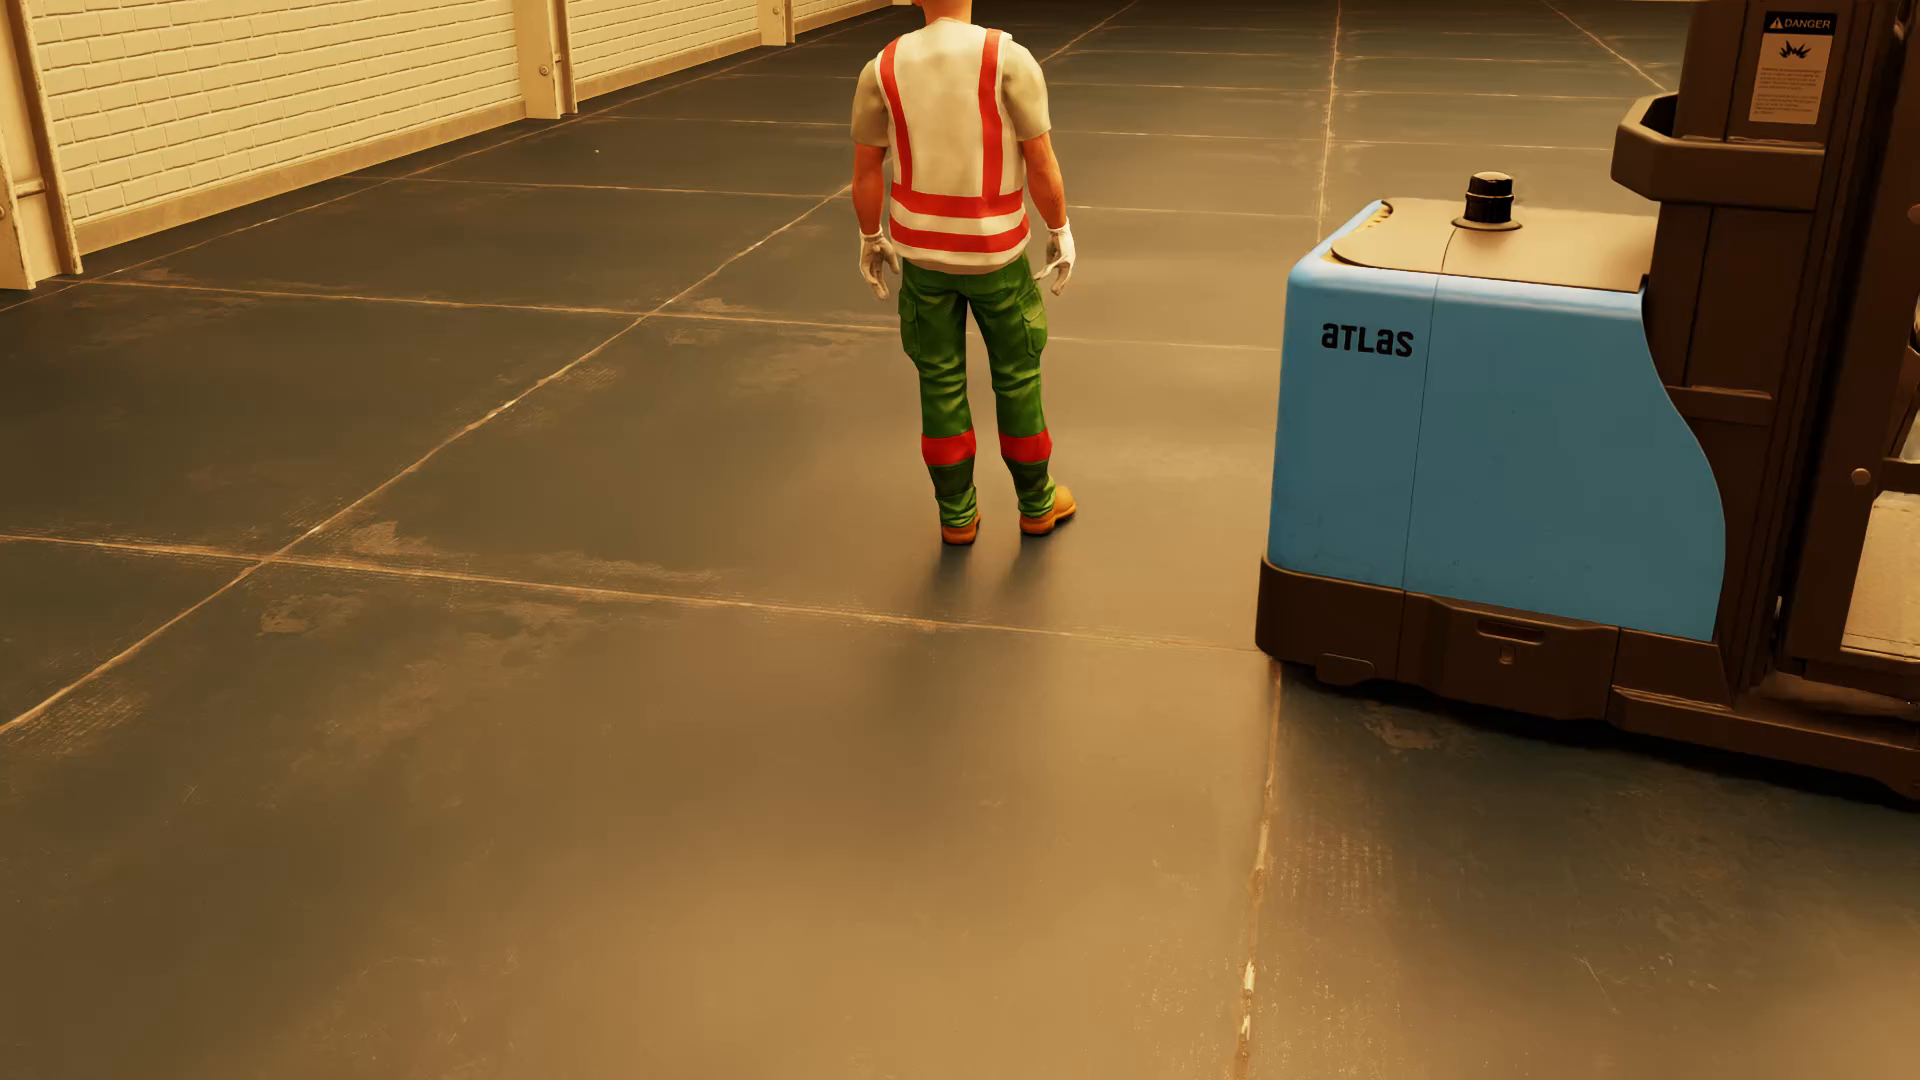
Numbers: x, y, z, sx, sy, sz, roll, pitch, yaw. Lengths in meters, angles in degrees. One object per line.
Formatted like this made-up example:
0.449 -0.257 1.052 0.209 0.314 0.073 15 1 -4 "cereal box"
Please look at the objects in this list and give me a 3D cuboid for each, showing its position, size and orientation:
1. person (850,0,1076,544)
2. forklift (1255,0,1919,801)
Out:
0.028 -0.864 4.879 0.638 1.789 0.562 5 23 11 "person"
2.323 -0.940 3.573 3.031 2.935 1.130 10 24 23 "forklift"
